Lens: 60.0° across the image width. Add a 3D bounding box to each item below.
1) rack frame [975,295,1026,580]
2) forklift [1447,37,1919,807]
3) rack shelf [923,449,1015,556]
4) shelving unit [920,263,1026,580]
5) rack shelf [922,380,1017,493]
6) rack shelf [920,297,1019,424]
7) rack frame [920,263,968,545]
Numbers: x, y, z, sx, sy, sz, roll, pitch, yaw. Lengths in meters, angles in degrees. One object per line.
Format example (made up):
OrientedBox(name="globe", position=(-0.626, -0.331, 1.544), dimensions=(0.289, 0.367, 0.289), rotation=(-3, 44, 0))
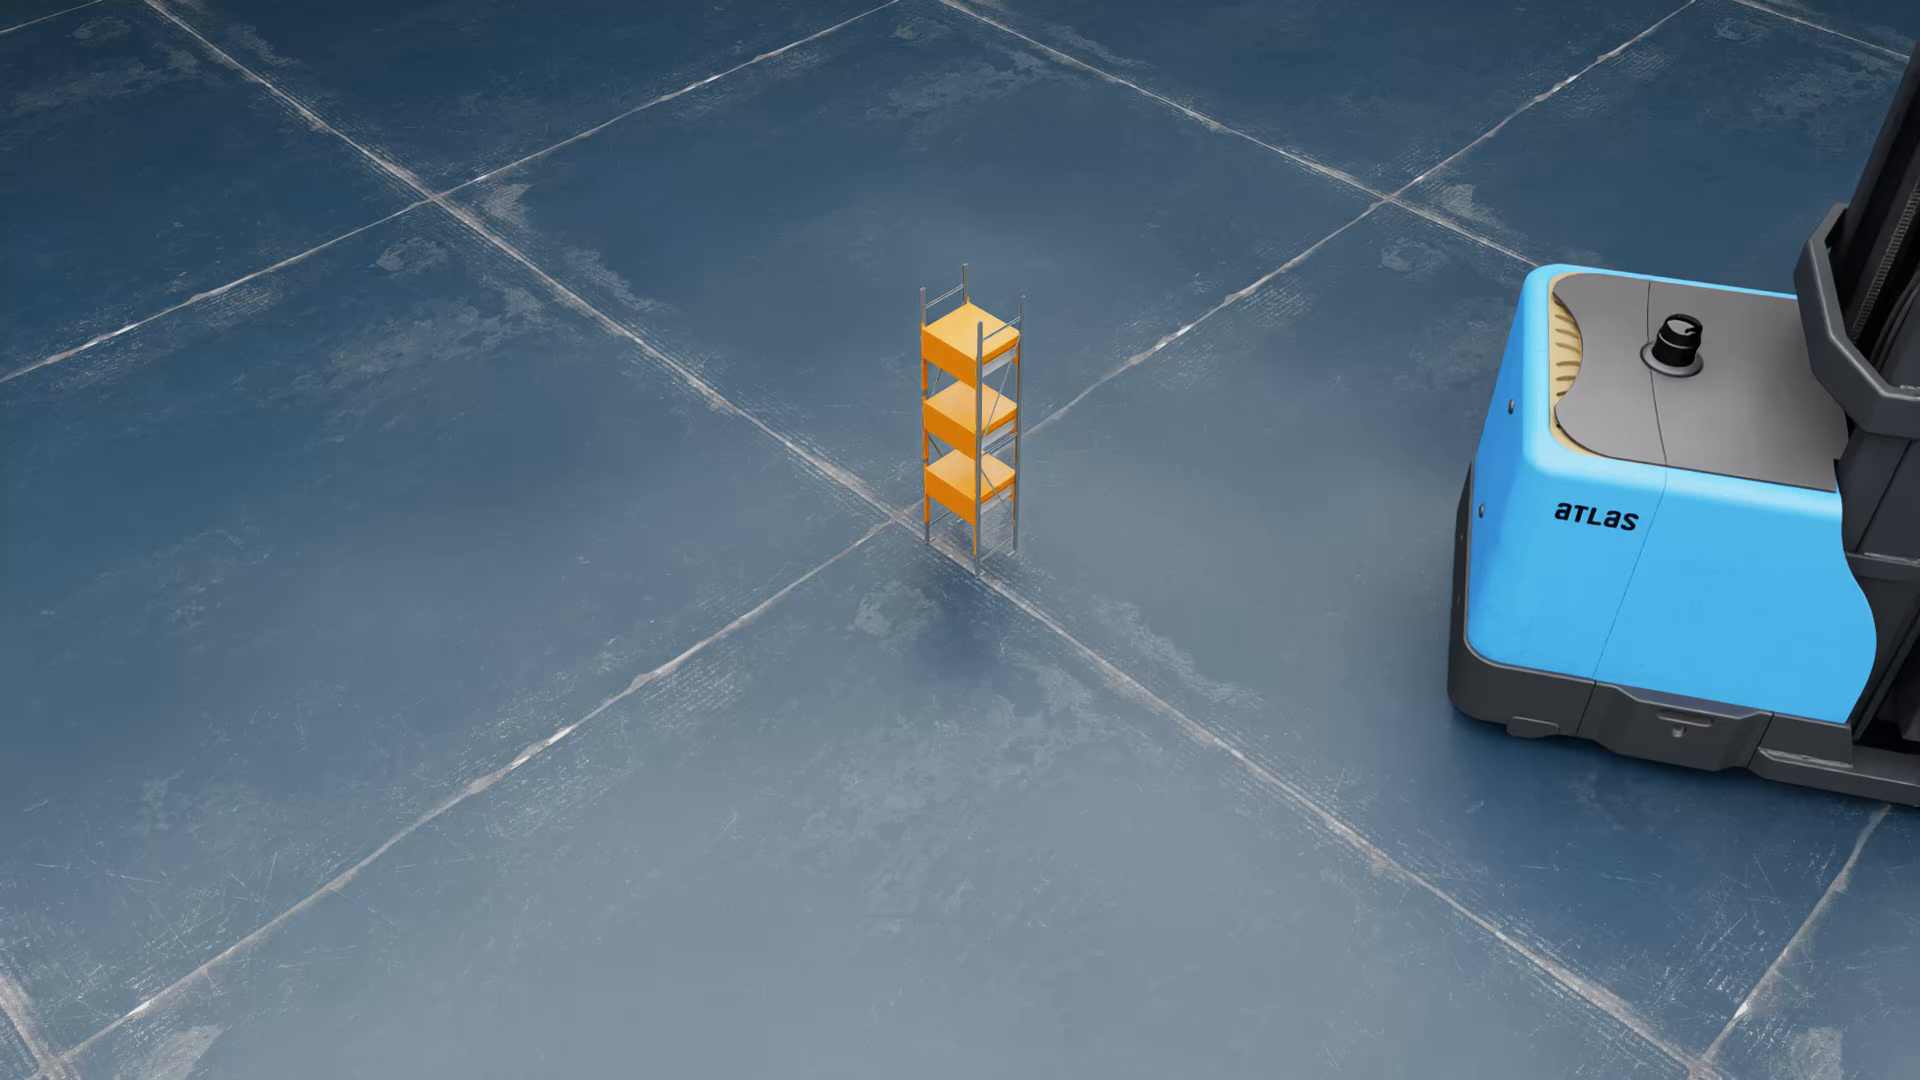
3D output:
OrientedBox(name="rack frame", position=(0.124, -0.301, 5.302), dimensions=(0.200, 1.050, 0.008), rotation=(-34, 53, -31))
OrientedBox(name="forklift", position=(3.080, -0.585, 4.223), dimensions=(3.031, 2.935, 1.130), rotation=(10, 44, 10))
OrientedBox(name="rack shelf", position=(0.038, -0.148, 5.562), dimensions=(0.215, 0.259, 0.240), rotation=(-34, 53, -31))
OrientedBox(name="shelving unit", position=(0.038, -0.360, 5.366), dimensions=(0.215, 1.050, 0.252), rotation=(-34, 53, -31))
OrientedBox(name="rack shelf", position=(0.038, -0.352, 5.373), dimensions=(0.215, 0.259, 0.240), rotation=(-34, 53, -31))
OrientedBox(name="rack shelf", position=(0.038, -0.560, 5.180), dimensions=(0.215, 0.259, 0.240), rotation=(-34, 53, -31))
OrientedBox(name="rack frame", position=(-0.048, -0.418, 5.429), dimensions=(0.200, 1.050, 0.008), rotation=(-34, 53, -31))
